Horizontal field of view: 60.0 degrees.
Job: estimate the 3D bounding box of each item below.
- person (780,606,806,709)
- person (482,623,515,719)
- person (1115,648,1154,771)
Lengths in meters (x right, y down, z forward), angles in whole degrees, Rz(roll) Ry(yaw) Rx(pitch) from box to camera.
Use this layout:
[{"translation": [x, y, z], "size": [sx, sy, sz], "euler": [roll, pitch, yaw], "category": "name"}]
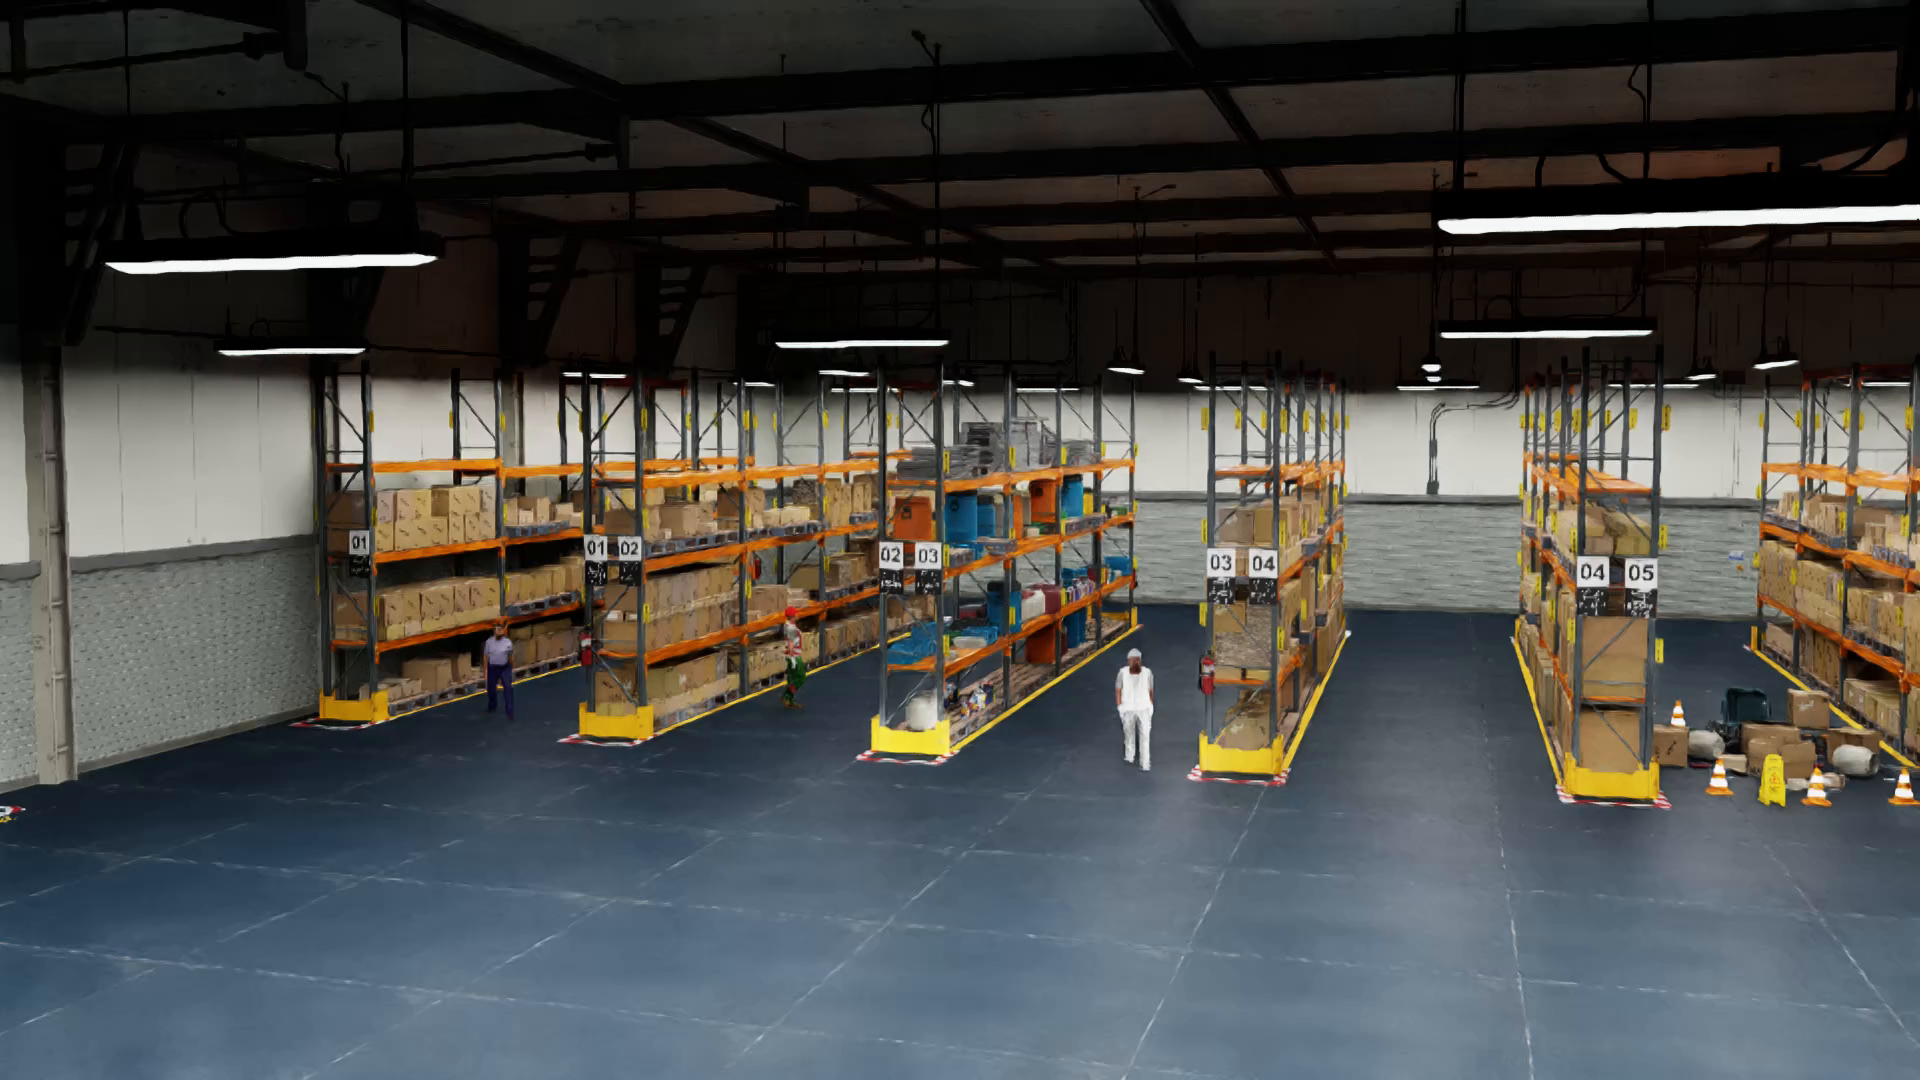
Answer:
[{"translation": [-2.921, 2.046, 28.869], "size": [0.444, 1.786, 0.598], "euler": [-1, 4, -11], "category": "person"}, {"translation": [-7.788, 2.183, 28.001], "size": [0.572, 1.590, 0.918], "euler": [-1, 4, -11], "category": "person"}, {"translation": [2.513, 2.418, 23.961], "size": [0.554, 1.723, 1.027], "euler": [1, 4, 8], "category": "person"}]
